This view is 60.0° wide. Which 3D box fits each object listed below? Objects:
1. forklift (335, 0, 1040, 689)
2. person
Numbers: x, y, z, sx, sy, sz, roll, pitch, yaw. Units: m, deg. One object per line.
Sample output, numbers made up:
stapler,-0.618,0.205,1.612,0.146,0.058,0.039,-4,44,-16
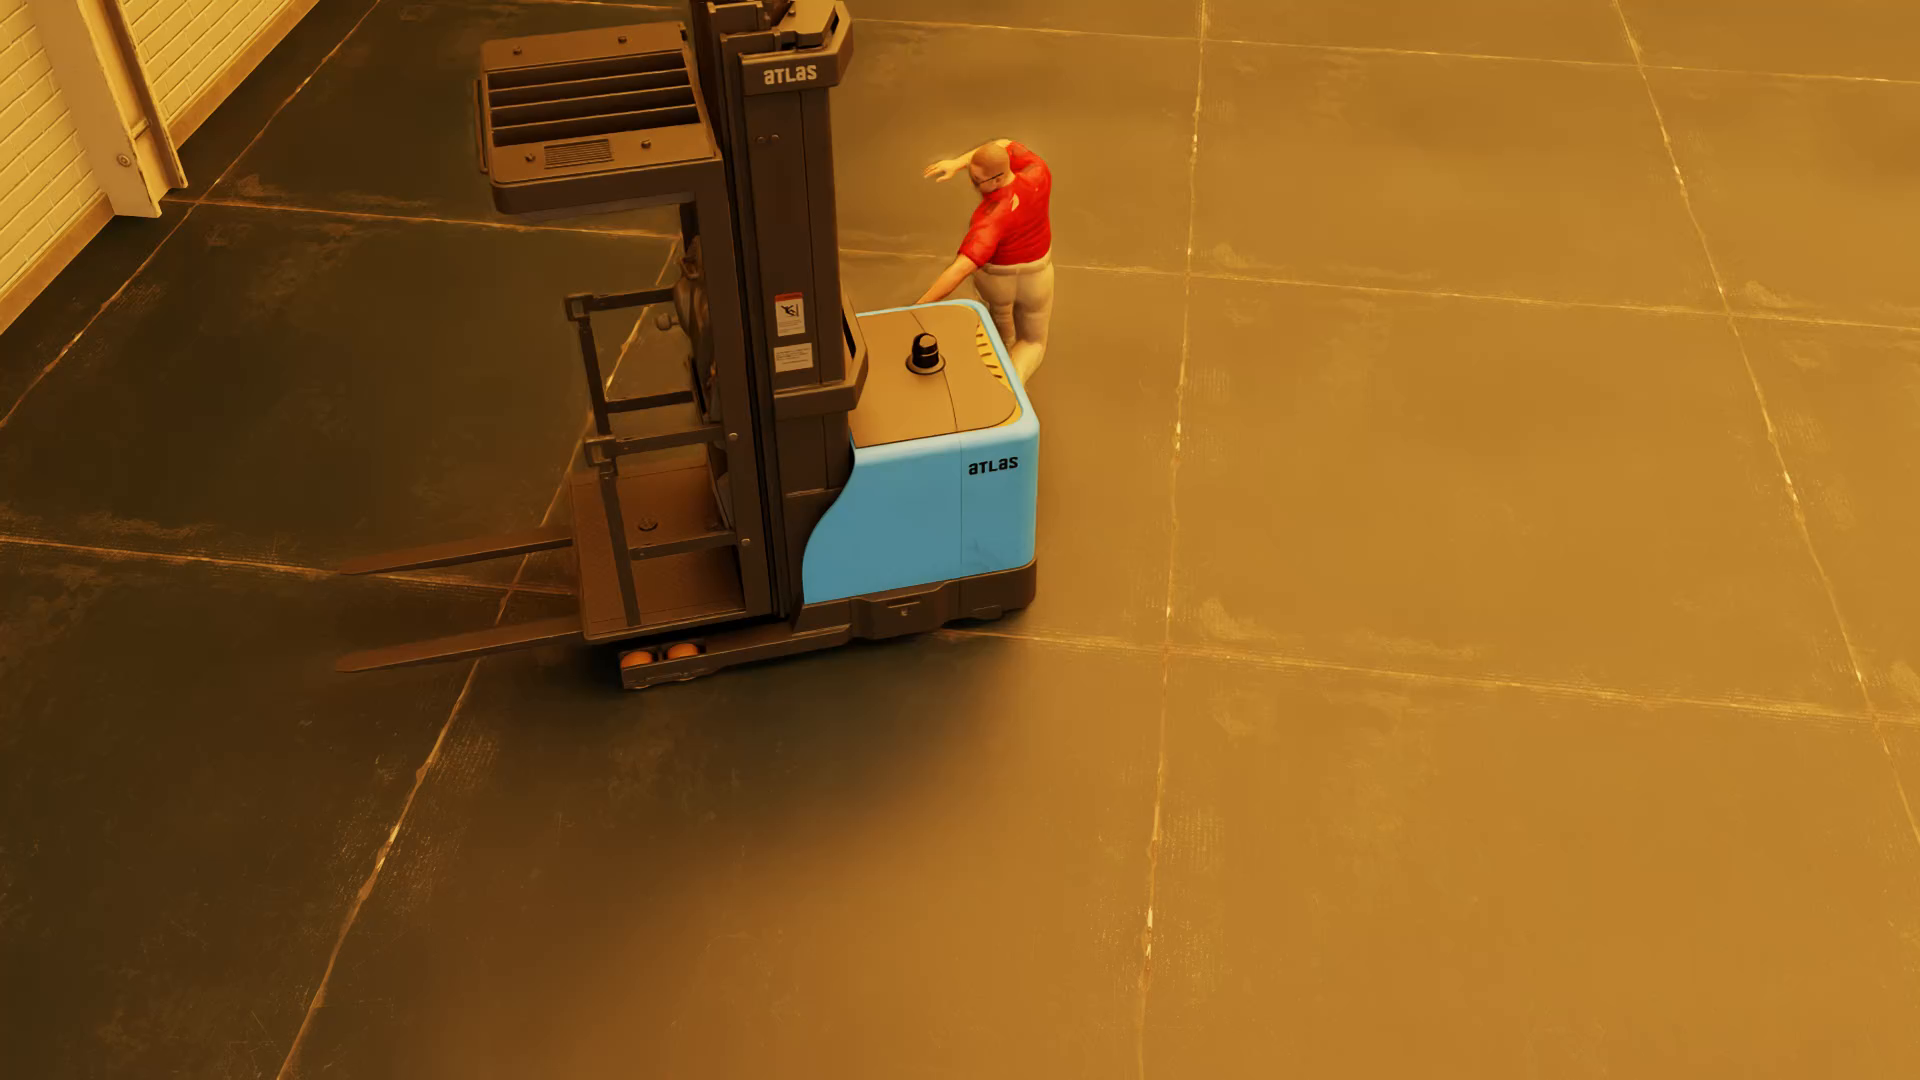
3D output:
forklift,-1.231,-0.834,6.632,3.031,2.935,1.130,-10,43,-10
person,0.076,-1.339,8.312,0.812,1.483,0.975,-5,43,-6
